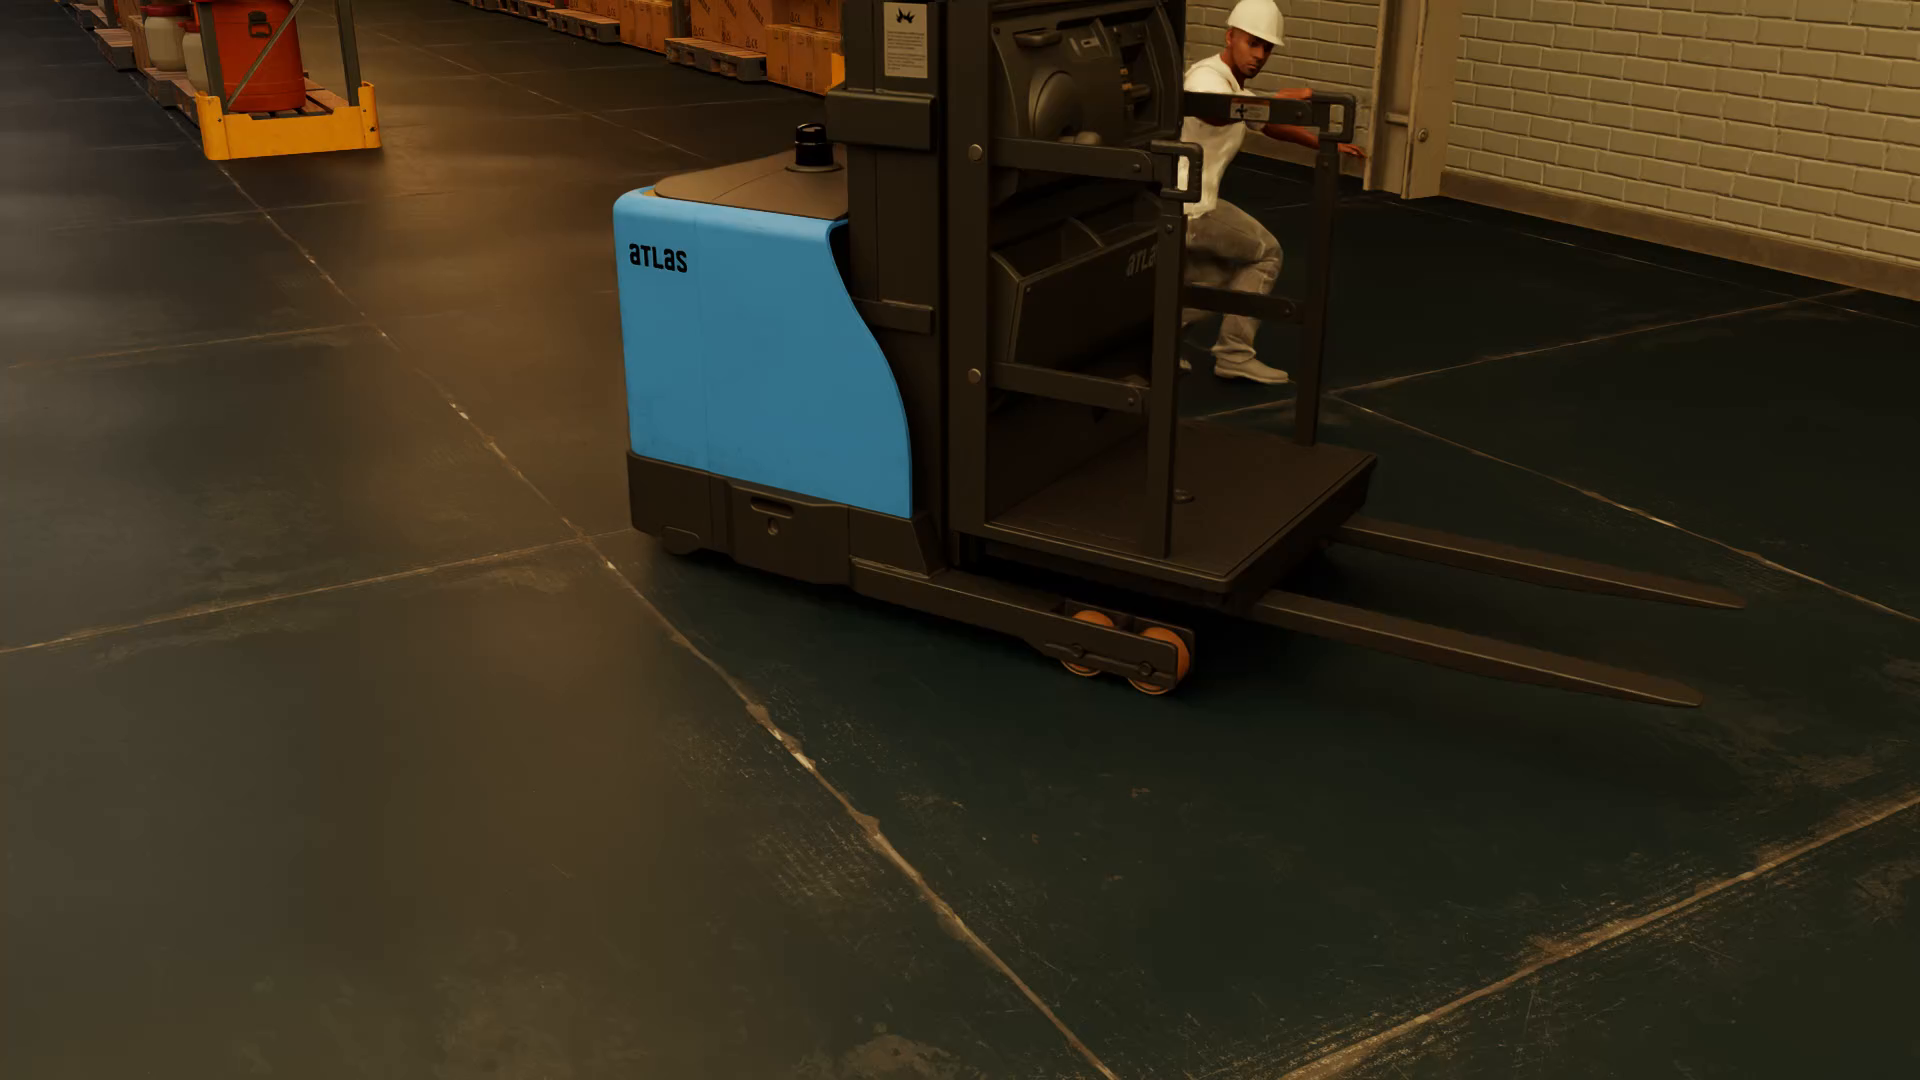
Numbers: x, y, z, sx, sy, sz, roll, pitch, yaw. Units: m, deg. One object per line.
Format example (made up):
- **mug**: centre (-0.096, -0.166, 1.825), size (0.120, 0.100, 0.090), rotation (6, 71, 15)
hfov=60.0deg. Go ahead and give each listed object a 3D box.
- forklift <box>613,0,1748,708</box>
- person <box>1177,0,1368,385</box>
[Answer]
- **forklift**: centre (0.520, -1.196, 4.189), size (3.031, 2.935, 1.130), rotation (13, 26, 29)
- **person**: centre (1.179, -1.320, 6.418), size (1.103, 1.482, 0.850), rotation (-6, 23, -15)
